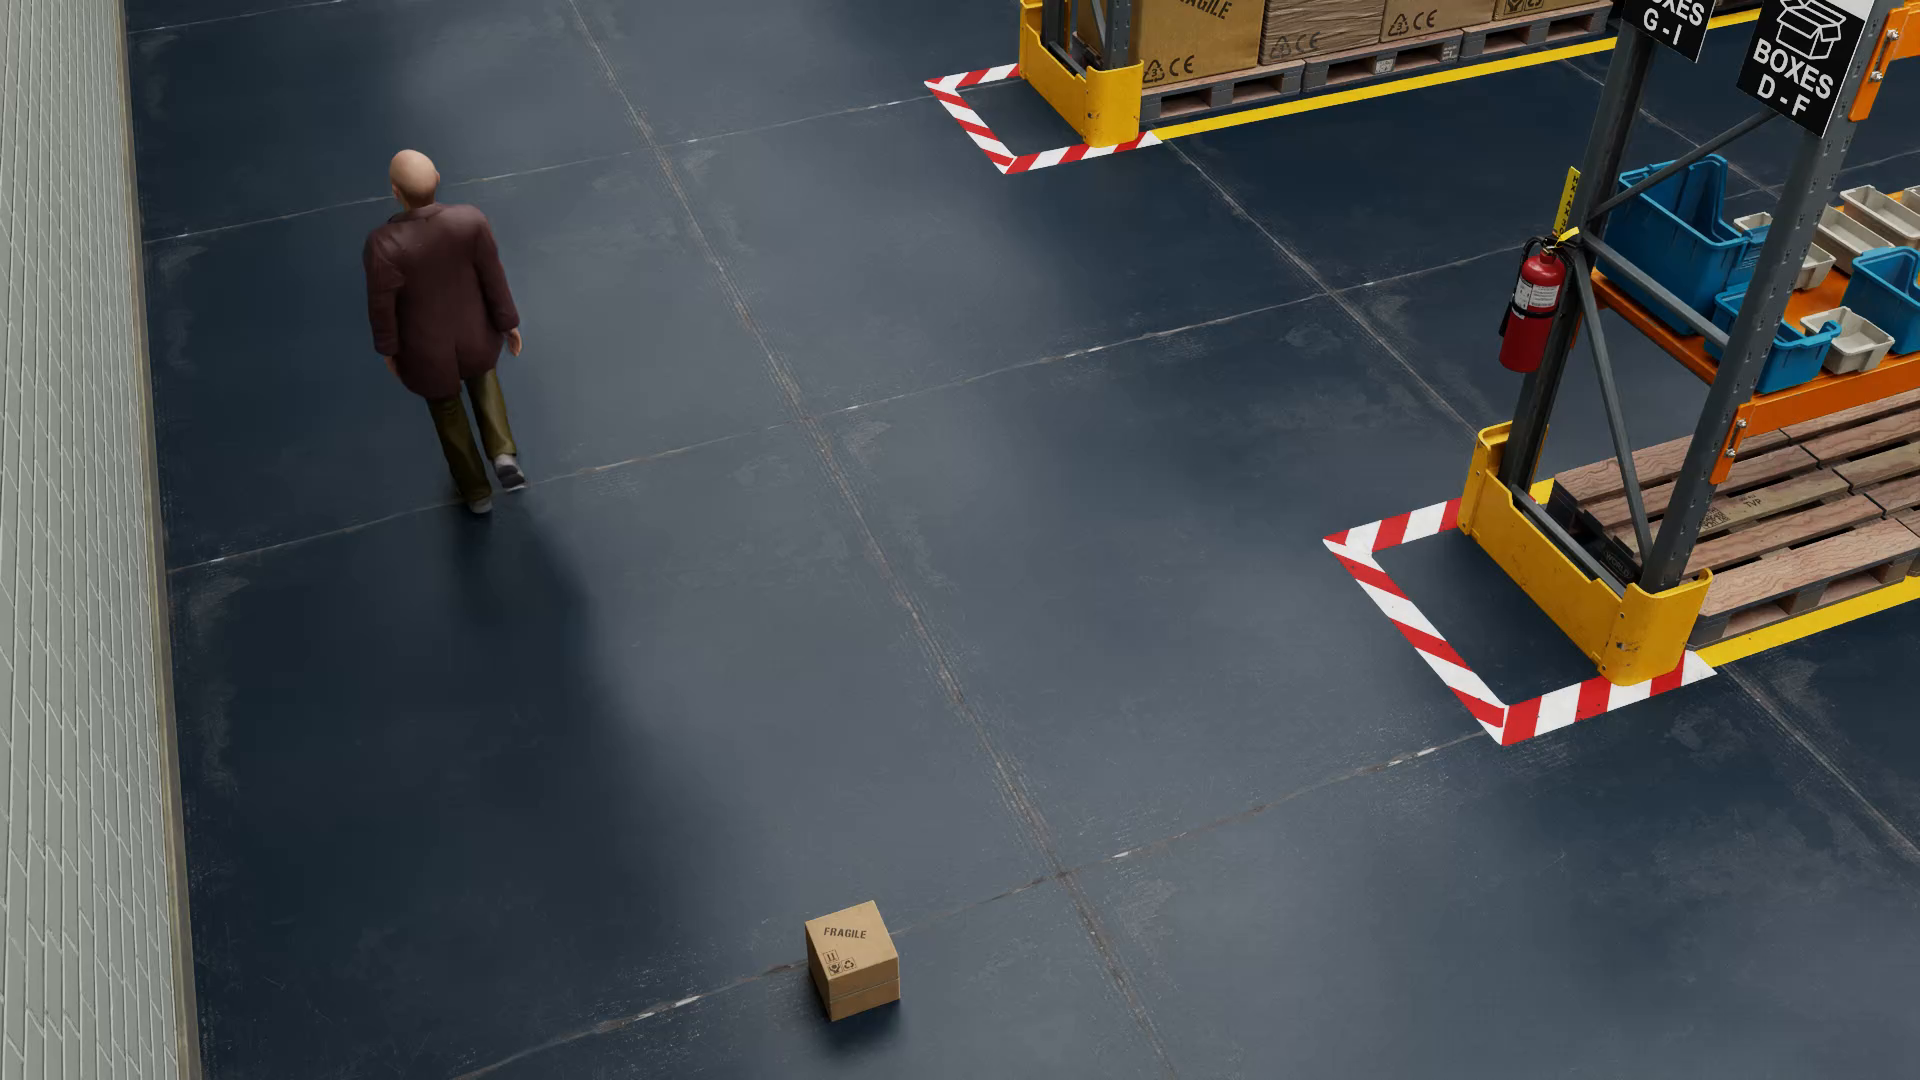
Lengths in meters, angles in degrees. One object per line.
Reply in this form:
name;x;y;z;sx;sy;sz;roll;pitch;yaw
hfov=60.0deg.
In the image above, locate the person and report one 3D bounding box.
person;-2.222;-0.867;7.197;0.606;1.686;0.509;-23;46;-24
